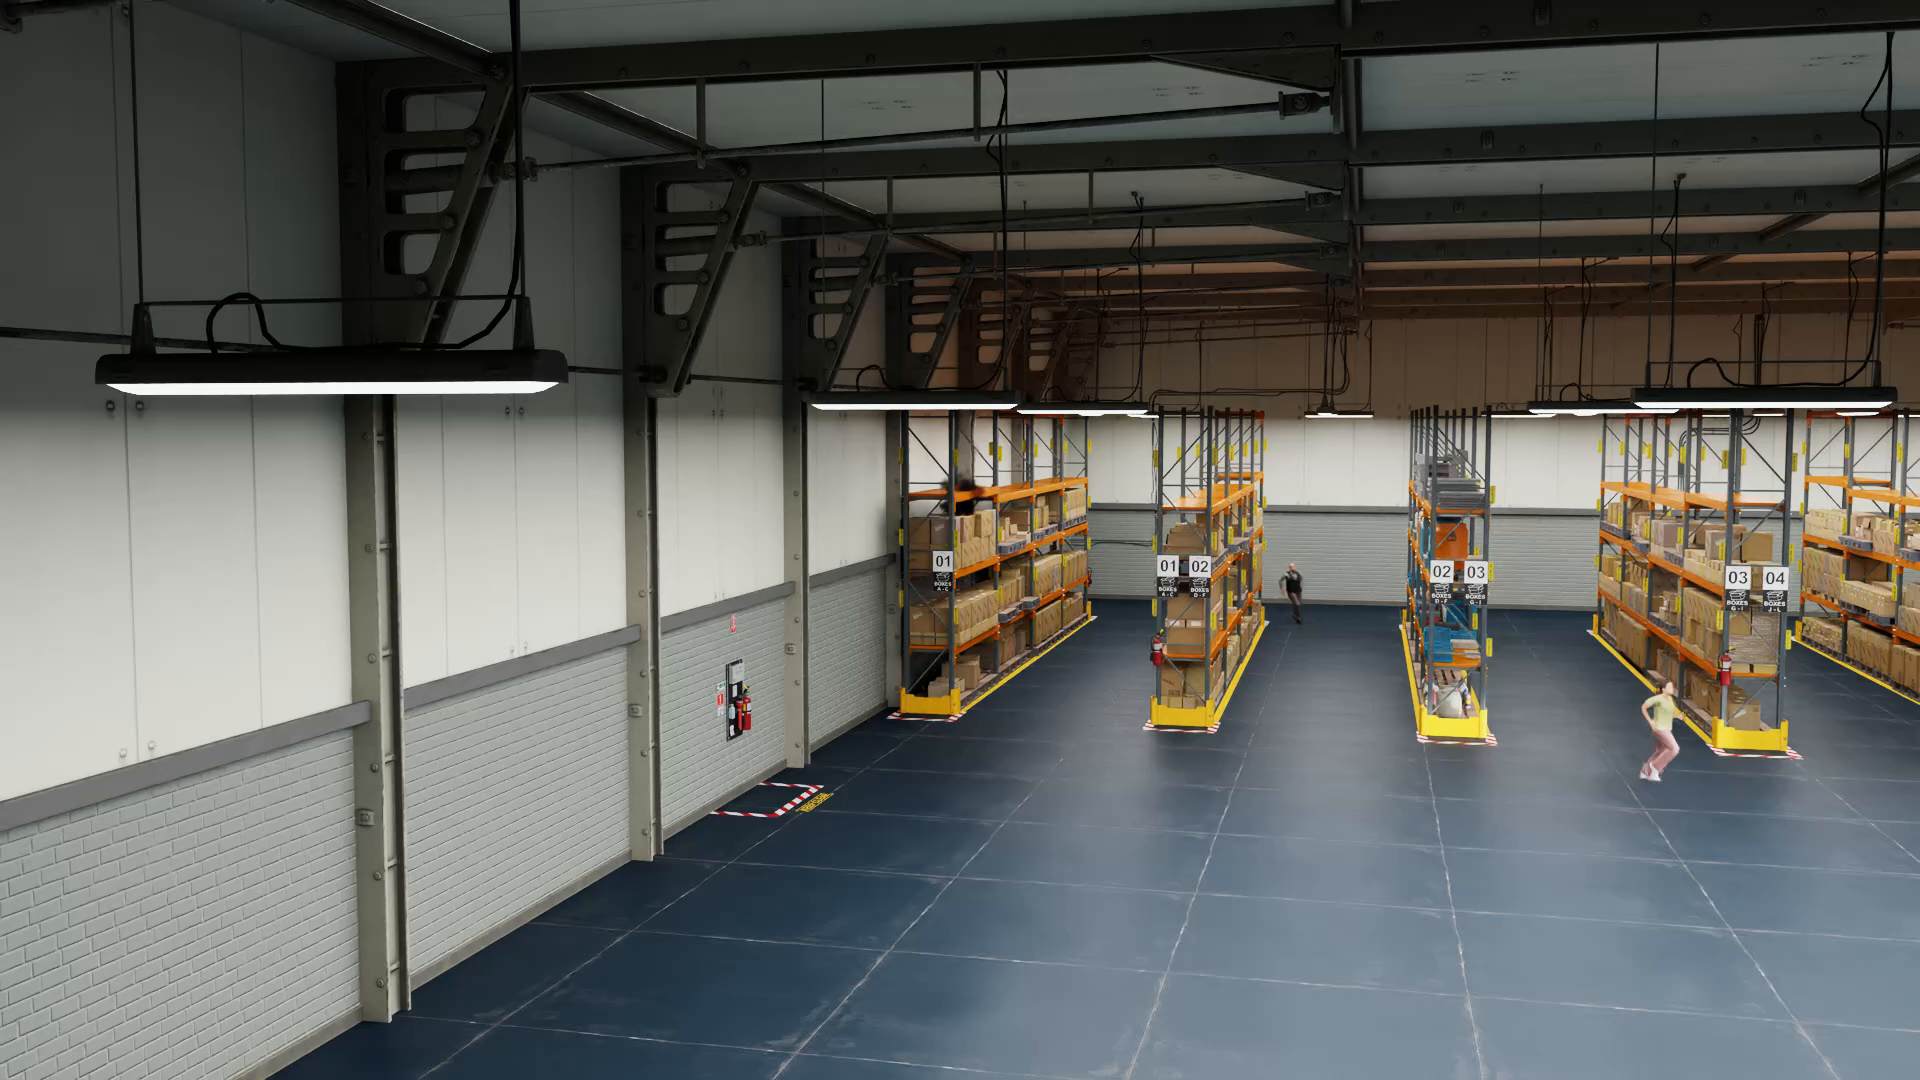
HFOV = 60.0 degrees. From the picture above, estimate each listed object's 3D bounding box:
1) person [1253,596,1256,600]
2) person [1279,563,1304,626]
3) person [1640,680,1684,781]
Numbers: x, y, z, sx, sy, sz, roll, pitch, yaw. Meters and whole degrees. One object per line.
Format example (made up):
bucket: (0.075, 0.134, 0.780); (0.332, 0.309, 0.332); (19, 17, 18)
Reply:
person: (8.277, 1.474, 47.969); (0.743, 1.627, 0.613); (1, 4, 11)
person: (9.374, 1.524, 46.789); (0.733, 1.757, 0.736); (-2, 4, -21)
person: (11.094, 3.008, 26.272); (0.576, 1.627, 0.635); (-4, 6, -43)
